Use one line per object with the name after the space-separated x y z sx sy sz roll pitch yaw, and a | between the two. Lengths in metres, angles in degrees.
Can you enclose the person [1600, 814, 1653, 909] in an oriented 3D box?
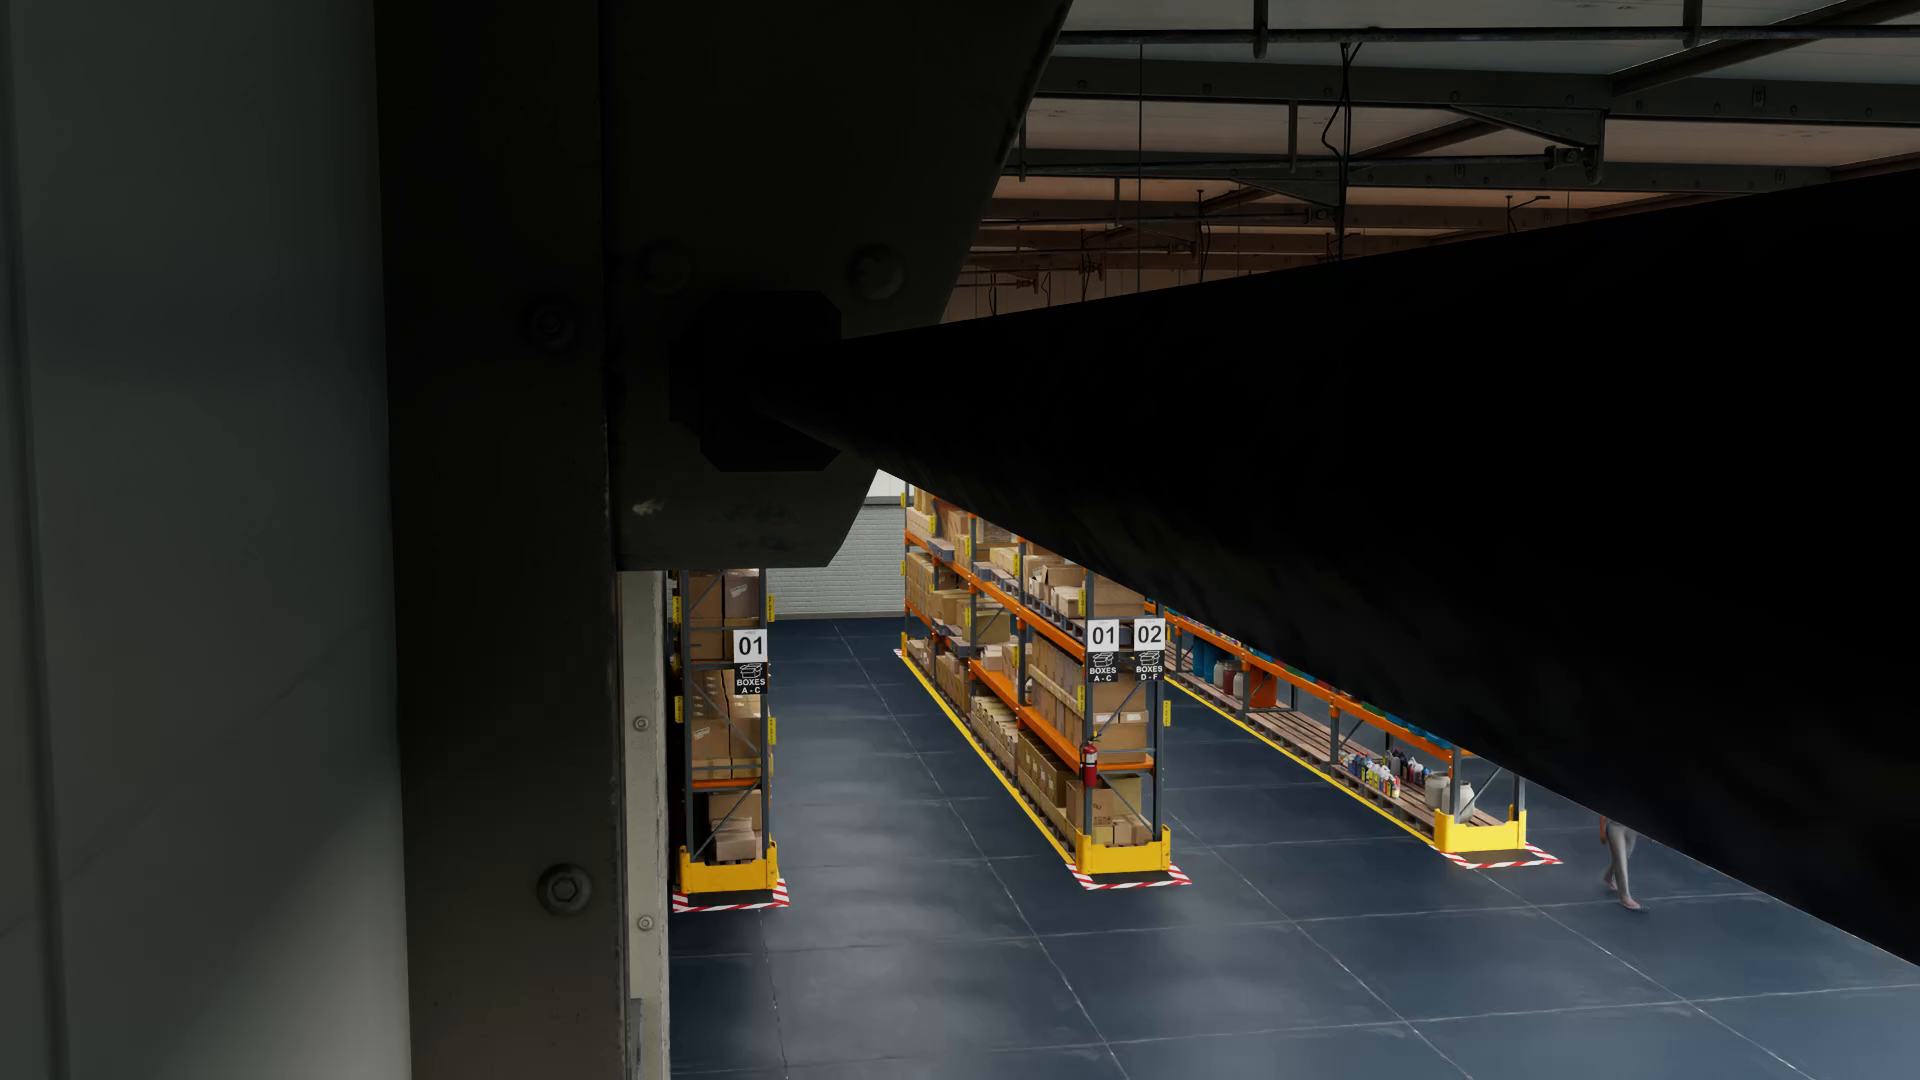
7.882 3.465 19.732 0.474 1.607 0.948 -1 6 -9 | person
